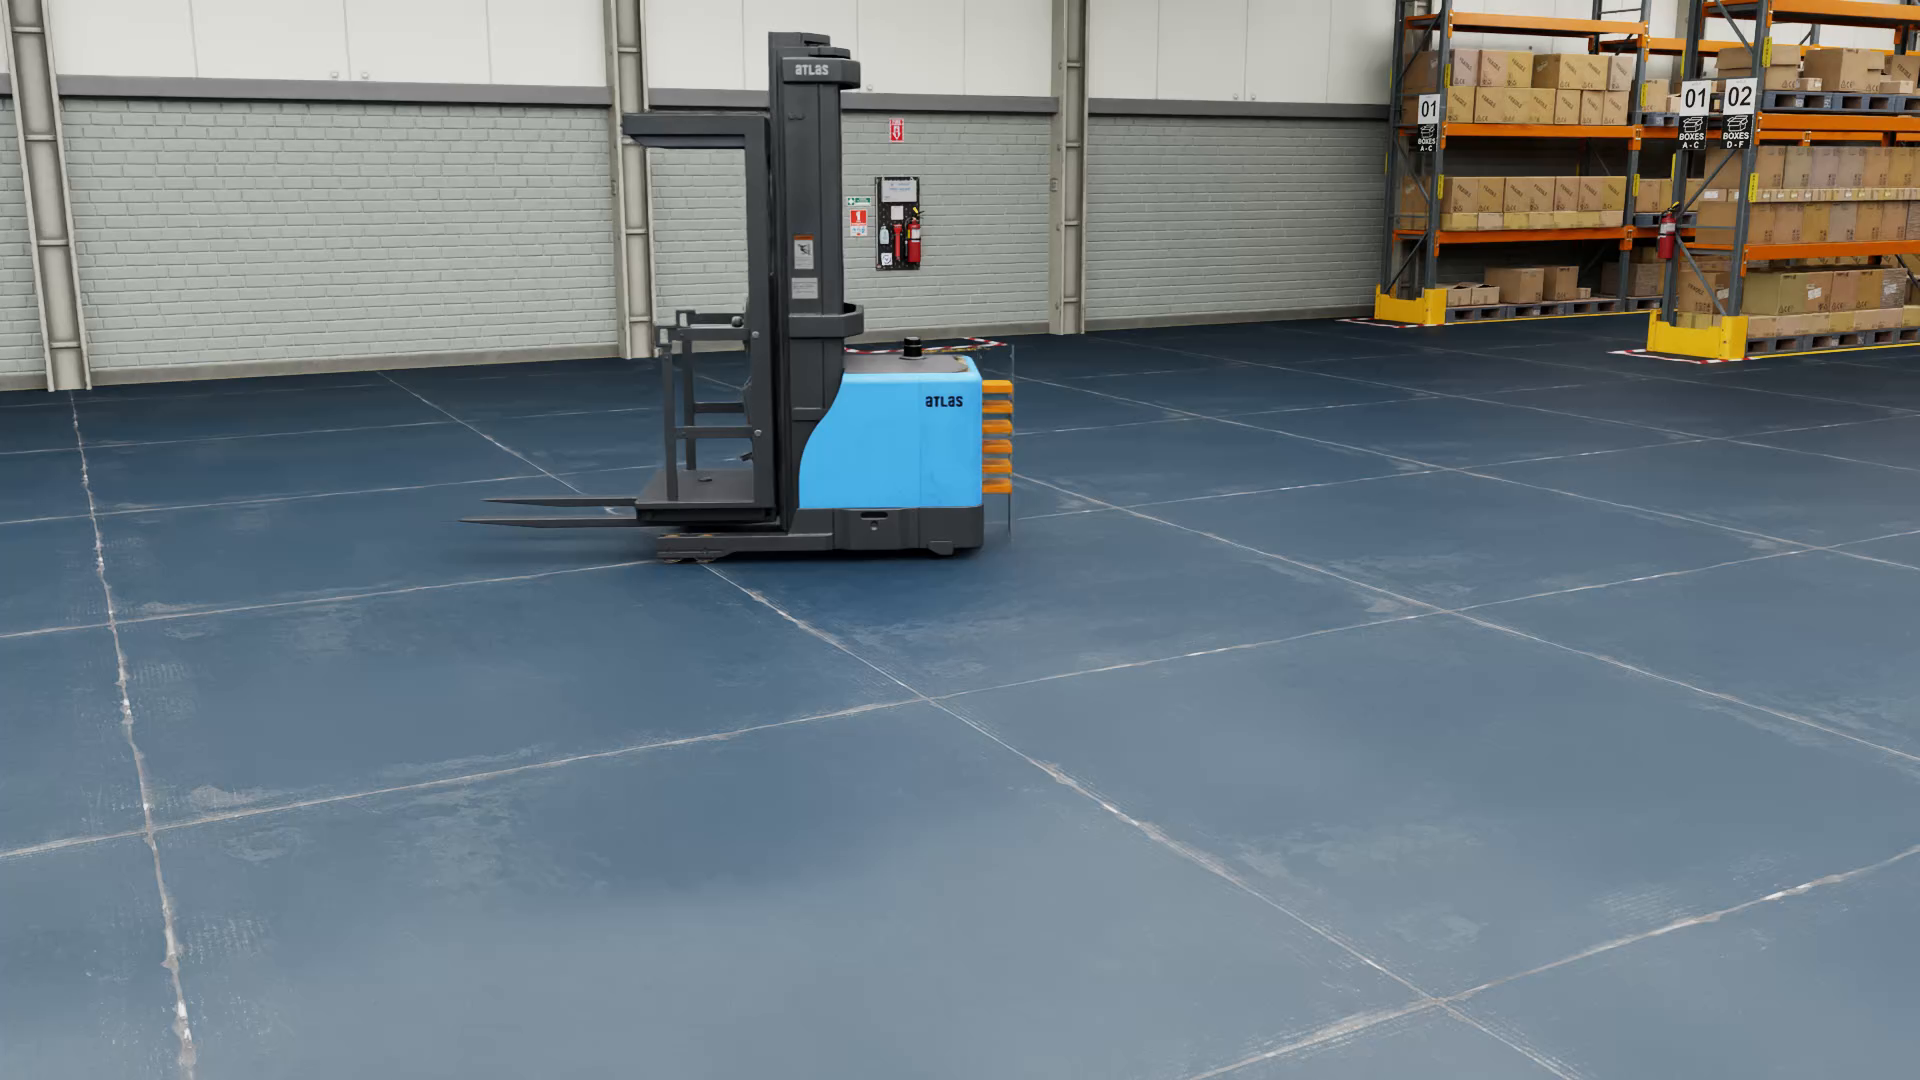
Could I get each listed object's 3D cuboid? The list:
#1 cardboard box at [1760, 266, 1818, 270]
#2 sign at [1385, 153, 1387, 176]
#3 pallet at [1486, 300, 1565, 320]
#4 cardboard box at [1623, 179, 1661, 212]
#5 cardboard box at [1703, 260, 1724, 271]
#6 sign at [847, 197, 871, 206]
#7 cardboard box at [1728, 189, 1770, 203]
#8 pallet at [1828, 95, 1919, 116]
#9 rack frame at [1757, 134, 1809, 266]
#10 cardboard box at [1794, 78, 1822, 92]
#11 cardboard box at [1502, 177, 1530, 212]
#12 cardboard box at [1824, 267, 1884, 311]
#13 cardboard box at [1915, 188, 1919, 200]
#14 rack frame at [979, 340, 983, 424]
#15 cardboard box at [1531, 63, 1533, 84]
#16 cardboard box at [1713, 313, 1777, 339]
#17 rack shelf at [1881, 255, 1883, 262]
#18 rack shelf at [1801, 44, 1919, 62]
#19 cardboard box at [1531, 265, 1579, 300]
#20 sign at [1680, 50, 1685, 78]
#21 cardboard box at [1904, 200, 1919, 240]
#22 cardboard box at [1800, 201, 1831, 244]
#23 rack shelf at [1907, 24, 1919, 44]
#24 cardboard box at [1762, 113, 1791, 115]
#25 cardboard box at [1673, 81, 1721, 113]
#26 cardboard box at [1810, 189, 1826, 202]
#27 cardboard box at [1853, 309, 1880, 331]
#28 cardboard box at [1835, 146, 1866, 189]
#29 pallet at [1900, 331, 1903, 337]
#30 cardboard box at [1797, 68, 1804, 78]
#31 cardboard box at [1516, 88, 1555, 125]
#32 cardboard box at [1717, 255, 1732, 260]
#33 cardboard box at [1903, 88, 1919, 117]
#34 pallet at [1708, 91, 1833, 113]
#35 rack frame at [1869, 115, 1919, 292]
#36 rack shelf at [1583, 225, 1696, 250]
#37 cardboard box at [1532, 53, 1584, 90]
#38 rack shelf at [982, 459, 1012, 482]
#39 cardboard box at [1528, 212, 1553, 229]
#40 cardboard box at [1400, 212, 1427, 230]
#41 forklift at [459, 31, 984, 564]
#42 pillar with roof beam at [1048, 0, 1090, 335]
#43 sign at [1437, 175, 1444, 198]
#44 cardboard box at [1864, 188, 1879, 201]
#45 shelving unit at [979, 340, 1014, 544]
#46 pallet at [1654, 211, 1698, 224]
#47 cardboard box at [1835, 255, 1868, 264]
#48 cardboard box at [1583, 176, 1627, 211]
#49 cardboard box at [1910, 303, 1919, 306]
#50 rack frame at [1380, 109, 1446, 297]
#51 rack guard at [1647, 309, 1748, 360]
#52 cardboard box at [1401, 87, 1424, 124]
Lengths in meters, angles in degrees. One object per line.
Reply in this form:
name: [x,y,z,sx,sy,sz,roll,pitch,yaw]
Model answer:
cardboard box: [10.526,-3.212,21.150,0.500,0.500,0.500,-7,14,-28]
sign: [6.262,-5.491,24.321,0.005,0.325,0.100,-7,14,-28]
pallet: [8.377,-3.517,25.256,1.213,0.211,1.003,-7,14,-28]
cardboard box: [10.484,-5.394,26.017,0.500,0.500,0.700,-7,14,-28]
cardboard box: [11.995,-4.325,27.185,0.500,0.500,0.700,-7,14,-28]
sign: [-1.270,-4.256,20.901,0.331,0.109,0.001,-7,14,-28]
cardboard box: [9.335,-4.074,19.675,0.250,0.149,0.380,-7,14,-28]
pallet: [11.662,-5.455,20.887,1.213,0.211,1.003,-7,14,-28]
rack frame: [13.532,-5.505,27.738,0.127,3.000,1.000,-7,14,-28]
cardboard box: [10.004,-5.413,19.794,0.250,0.149,0.380,-7,14,-28]
cardboard box: [7.969,-5.061,24.355,0.500,0.500,0.500,-7,15,-30]
cardboard box: [11.214,-3.164,20.937,0.500,0.500,0.500,-7,14,-28]
cardboard box: [12.044,-4.400,21.121,0.250,0.149,0.380,-7,15,-29]
rack frame: [0.124,-0.584,9.971,0.006,1.200,0.240,-1,13,-3]
cardboard box: [8.126,-6.927,24.676,0.500,0.500,0.500,-7,14,-28]
cardboard box: [9.465,-2.586,20.074,0.500,0.250,0.500,-7,14,-28]
rack shelf: [14.154,-3.989,22.642,4.000,0.370,1.077,-7,14,-28]
rack shelf: [15.288,-8.096,28.137,4.000,0.370,1.077,-7,14,-28]
cardboard box: [9.130,-3.962,25.575,0.500,0.500,0.500,-8,15,-32]
sign: [8.639,-5.672,19.811,0.005,0.325,0.100,-7,14,-28]
cardboard box: [12.012,-4.131,21.404,0.500,0.500,0.700,-7,15,-29]
cardboard box: [10.200,-3.912,20.431,0.500,0.500,0.700,-7,14,-27]
rack shelf: [14.154,-6.721,22.027,4.000,0.370,1.077,-7,14,-28]
cardboard box: [13.030,-6.807,26.848,0.500,0.311,0.500,-7,14,-28]
cardboard box: [11.622,-6.973,26.245,0.500,0.500,0.500,-7,15,-30]
cardboard box: [10.240,-4.183,20.159,0.250,0.149,0.380,-7,15,-30]
cardboard box: [11.220,-2.796,21.008,0.500,0.250,0.500,-7,14,-28]
cardboard box: [10.690,-4.605,20.558,0.500,0.500,0.700,-7,14,-28]
pallet: [13.026,-2.854,22.312,1.213,0.211,1.003,-7,14,-28]
cardboard box: [10.260,-5.633,20.401,0.500,0.311,0.500,-5,14,-21]
cardboard box: [8.326,-6.338,24.333,0.500,0.500,0.500,-6,14,-24]
cardboard box: [12.395,-4.732,27.288,0.500,0.250,0.500,-7,14,-27]
cardboard box: [16.218,-7.581,28.902,0.500,0.500,0.700,-8,15,-31]
pallet: [9.520,-5.199,19.747,1.213,0.211,1.003,-7,14,-28]
rack frame: [12.398,-4.130,21.628,0.127,3.000,1.000,-7,14,-28]
rack shelf: [11.777,-4.943,26.882,4.000,0.370,1.077,-7,14,-28]
cardboard box: [8.782,-6.872,24.431,0.500,0.500,0.500,-7,15,-30]
rack shelf: [0.216,-0.425,10.012,0.180,0.103,0.258,-1,13,-3]
cardboard box: [8.435,-4.753,24.691,0.500,0.250,0.500,-7,14,-27]
cardboard box: [6.828,-4.686,24.397,0.500,0.250,0.500,-7,14,-27]
forklift: [-1.395,-1.415,9.719,3.031,2.935,1.130,-1,13,-3]
pillar with roof beam: [3.507,-6.370,17.916,0.400,9.000,9.100,-7,14,-28]
sign: [6.771,-4.981,23.439,0.005,0.325,0.100,-7,14,-28]
cardboard box: [11.147,-4.292,20.643,0.250,0.149,0.380,-6,14,-26]
shelving unit: [0.216,-0.585,9.976,0.189,1.200,0.258,-1,13,-3]
pallet: [11.814,-5.195,26.798,1.213,0.211,1.003,-7,14,-28]
cardboard box: [15.013,-4.804,28.563,0.750,0.750,0.750,-7,14,-28]
cardboard box: [9.755,-5.277,25.314,0.500,0.500,0.500,-7,14,-28]
cardboard box: [12.871,-2.988,21.860,0.500,0.250,0.500,-7,15,-29]
rack frame: [6.510,-4.663,23.998,0.127,3.000,1.000,-7,14,-28]
rack guard: [8.866,-2.487,20.021,0.348,0.500,1.175,-7,14,-28]
cardboard box: [6.755,-6.278,24.068,0.500,0.500,0.500,-6,14,-24]
